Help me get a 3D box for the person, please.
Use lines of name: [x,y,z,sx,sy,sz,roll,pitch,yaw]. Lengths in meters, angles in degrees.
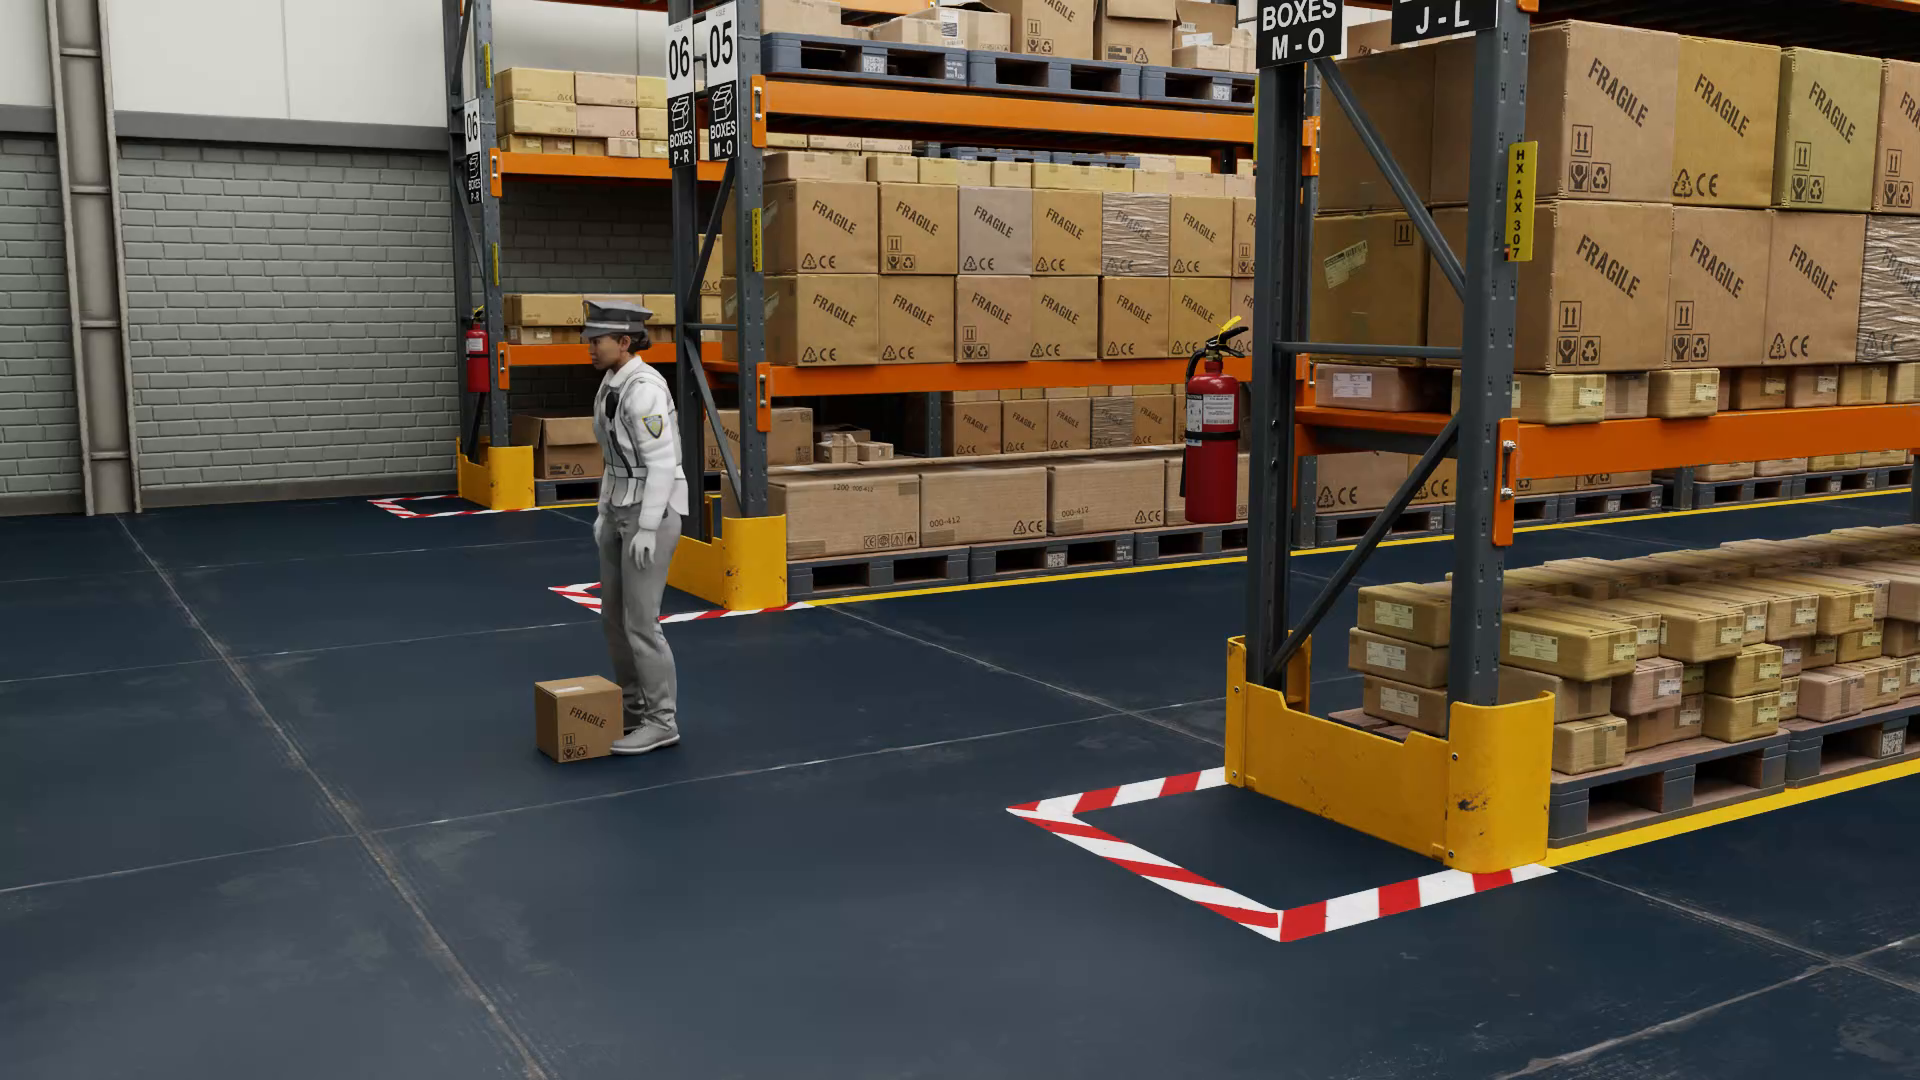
person: [-1.217,-0.057,6.205,0.372,1.663,0.528,-5,10,-31]
